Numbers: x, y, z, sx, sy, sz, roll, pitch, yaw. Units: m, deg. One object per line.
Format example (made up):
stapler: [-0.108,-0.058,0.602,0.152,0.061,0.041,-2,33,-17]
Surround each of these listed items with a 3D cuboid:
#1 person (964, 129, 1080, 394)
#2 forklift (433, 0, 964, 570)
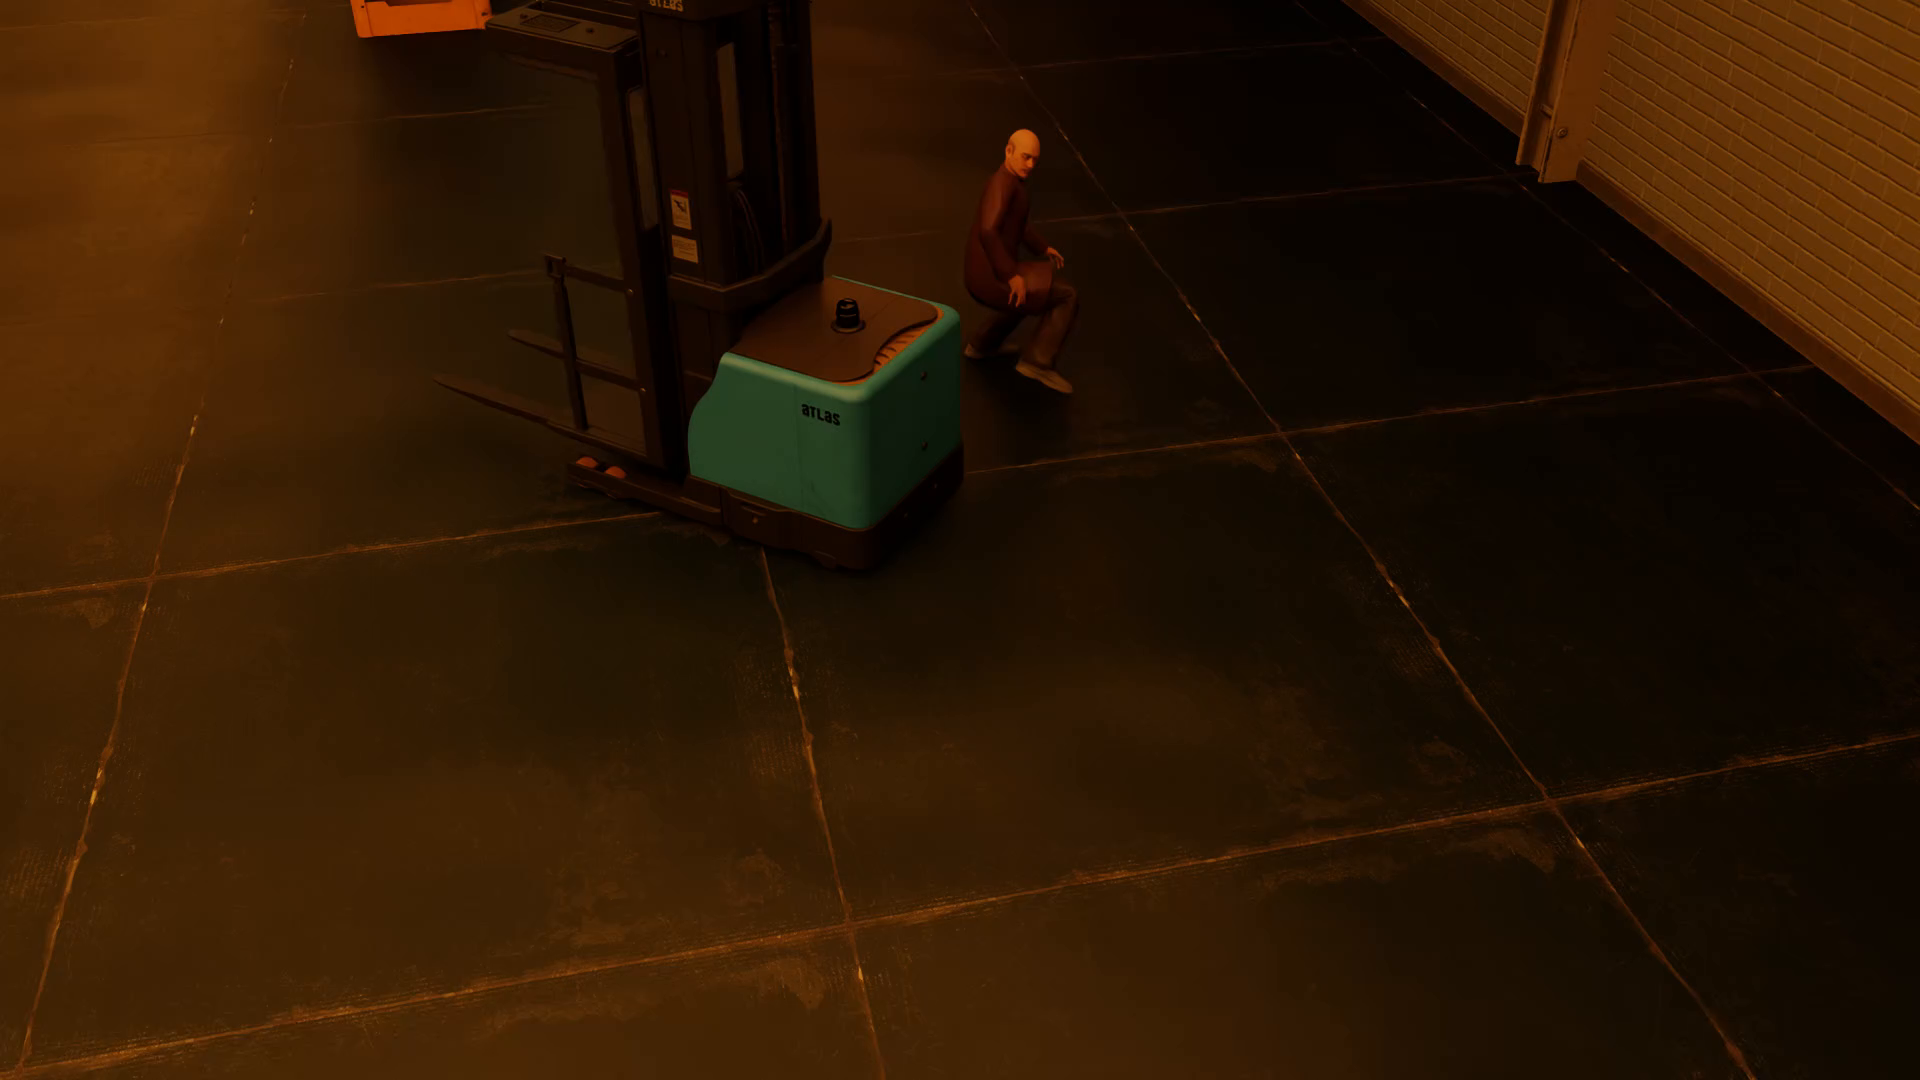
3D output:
person: [0.353,-1.557,9.476,0.675,1.537,0.830,-7,36,-10]
forklift: [-1.518,-1.661,8.358,3.031,2.935,1.130,18,40,24]
